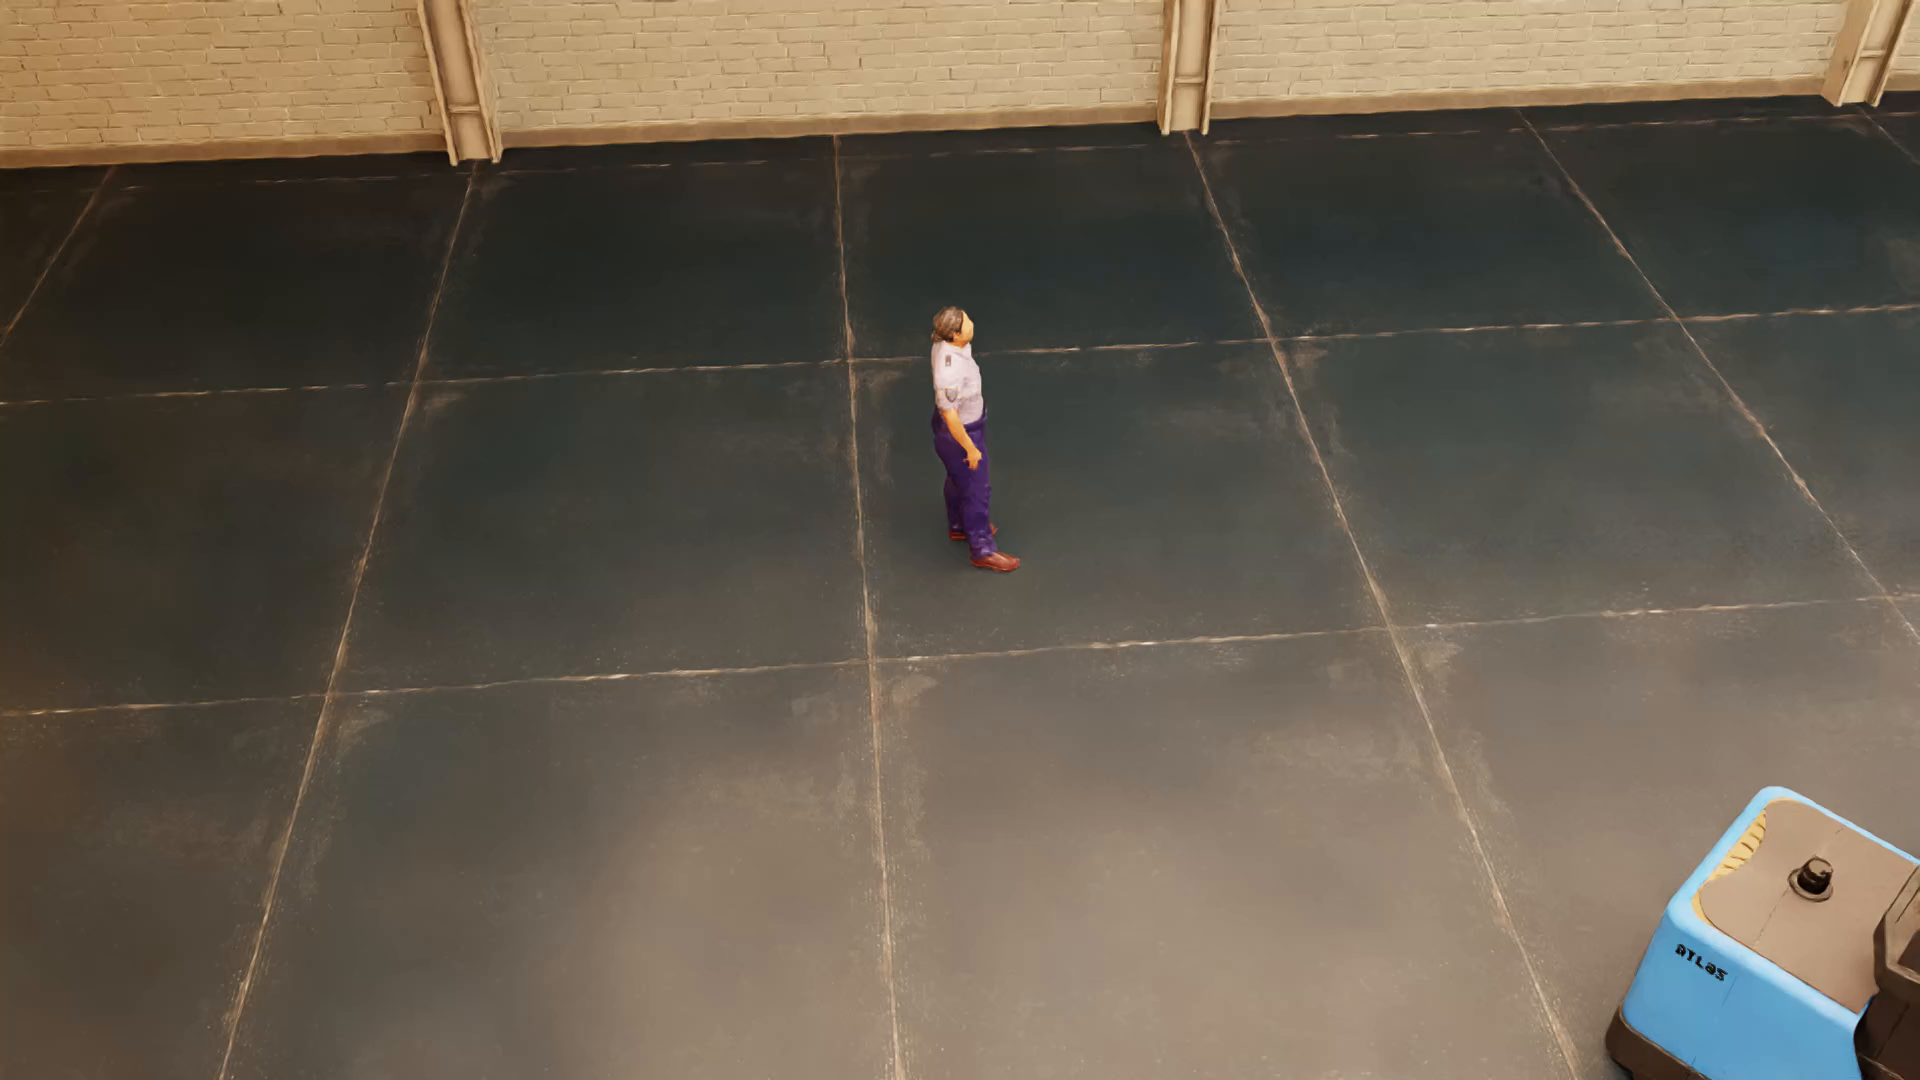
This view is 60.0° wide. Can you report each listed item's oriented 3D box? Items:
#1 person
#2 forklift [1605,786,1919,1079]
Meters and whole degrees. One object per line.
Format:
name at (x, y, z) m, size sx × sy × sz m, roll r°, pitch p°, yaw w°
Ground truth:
person at (0.092, -0.622, 9.642) m, size 0.502 × 1.650 × 0.599 m, roll -3°, pitch 41°, yaw -4°
forklift at (4.290, 1.653, 6.005) m, size 3.031 × 2.935 × 1.130 m, roll 33°, pitch 50°, yaw 32°
